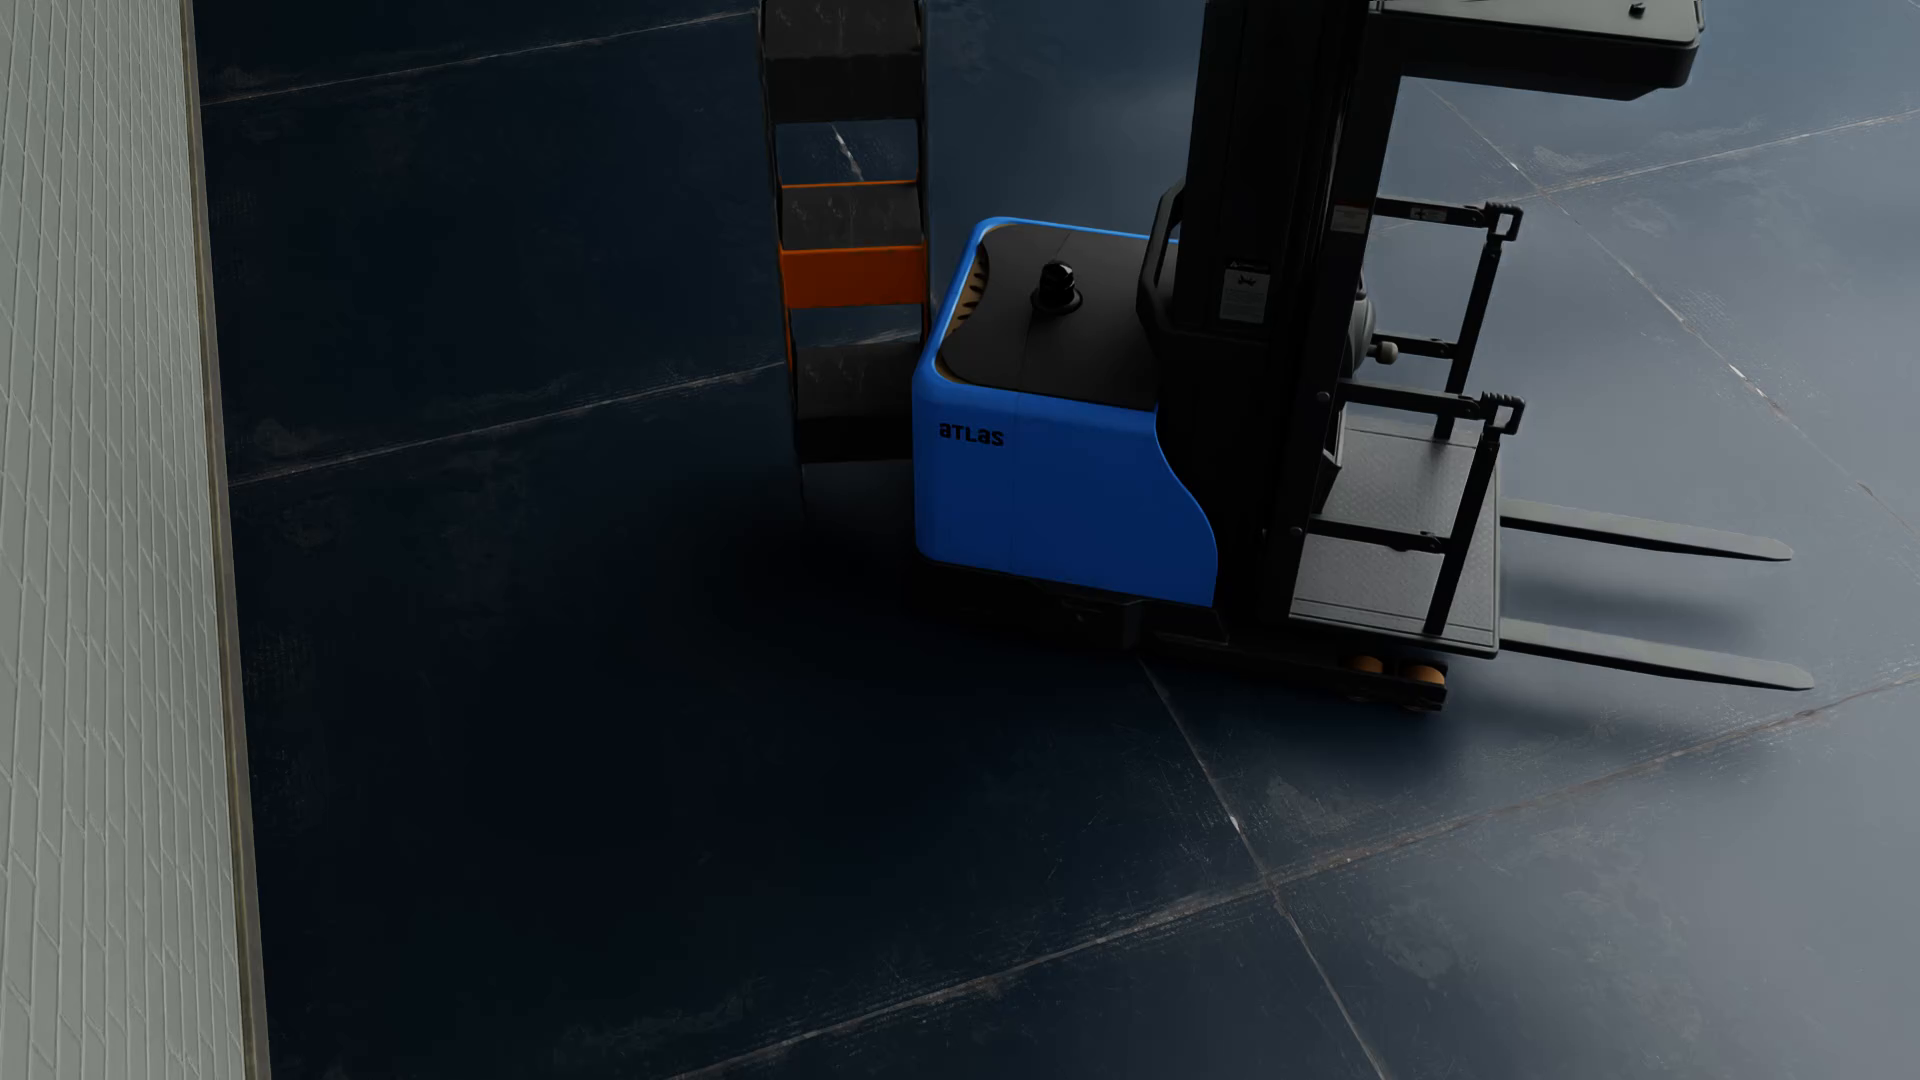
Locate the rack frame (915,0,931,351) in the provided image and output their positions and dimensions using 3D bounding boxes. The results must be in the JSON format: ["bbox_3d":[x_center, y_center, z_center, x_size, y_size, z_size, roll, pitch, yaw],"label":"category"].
[{"bbox_3d":[-0.120,-0.947,5.711,0.015,2.100,0.400,-3,45,-3],"label":"rack frame"}]

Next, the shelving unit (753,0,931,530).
[{"bbox_3d":[-0.363,-0.933,5.698,0.503,2.100,0.431,-3,45,-3],"label":"shelving unit"}]

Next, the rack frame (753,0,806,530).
[{"bbox_3d":[-0.607,-0.920,5.685,0.015,2.100,0.400,-3,45,-3],"label":"rack frame"}]

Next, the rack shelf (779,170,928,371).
[{"bbox_3d":[-0.363,-0.924,5.708,0.480,0.518,0.431,-3,45,-3],"label":"rack shelf"}]

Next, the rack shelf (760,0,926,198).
[{"bbox_3d":[-0.363,-1.418,5.212,0.480,0.518,0.431,-3,45,-3],"label":"rack shelf"}]

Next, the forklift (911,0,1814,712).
[{"bbox_3d":[1.404,-0.866,5.044,3.031,2.935,1.130,9,46,9],"label":"forklift"}]

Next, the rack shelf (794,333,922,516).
[{"bbox_3d":[-0.363,-0.430,6.203,0.480,0.518,0.431,-3,45,-3],"label":"rack shelf"}]
